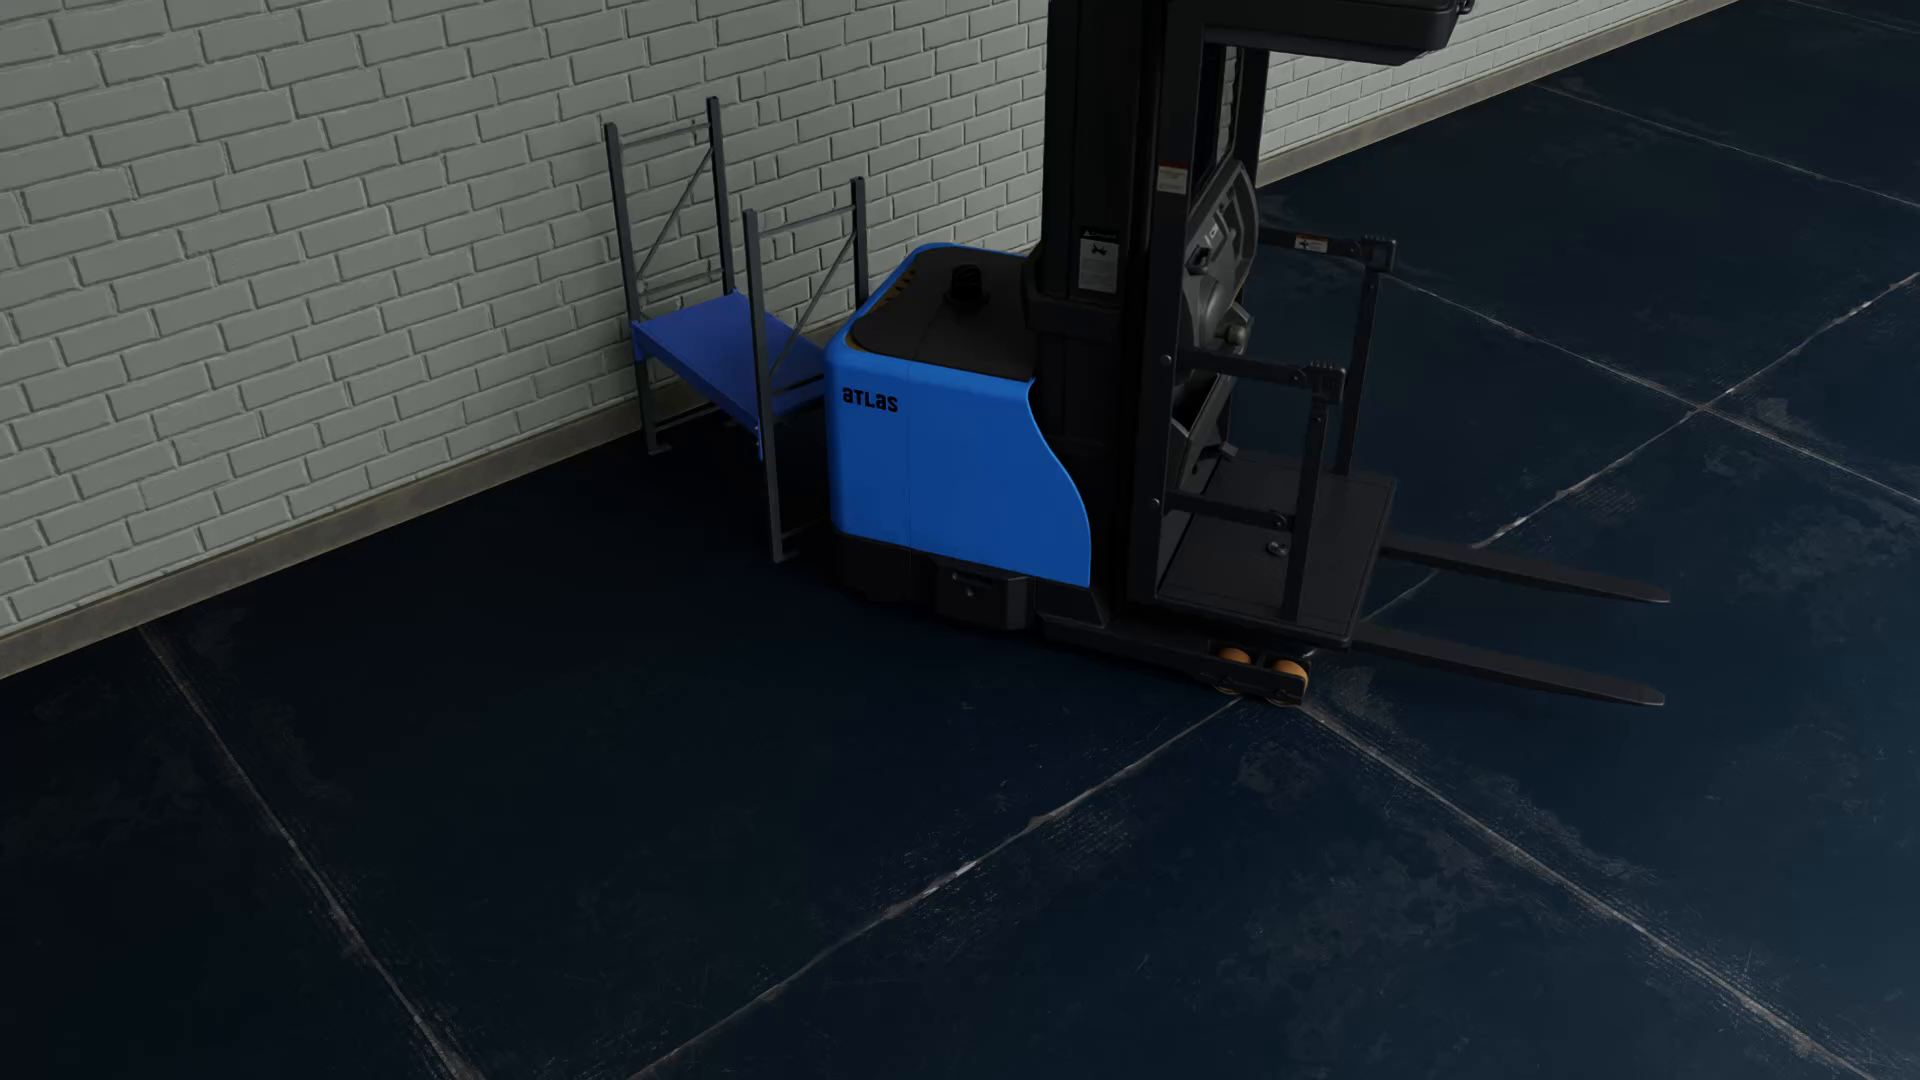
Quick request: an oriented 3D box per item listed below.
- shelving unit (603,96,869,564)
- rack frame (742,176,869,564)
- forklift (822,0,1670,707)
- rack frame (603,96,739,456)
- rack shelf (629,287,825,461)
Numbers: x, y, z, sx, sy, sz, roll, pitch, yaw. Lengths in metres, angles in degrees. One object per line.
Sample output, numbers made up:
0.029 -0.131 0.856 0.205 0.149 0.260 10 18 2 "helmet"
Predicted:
-0.860 -0.843 6.642 0.538 1.500 1.048 -24 42 -30 "shelving unit"
-0.550 -0.610 6.314 0.500 1.500 0.032 -24 42 -30 "rack frame"
1.066 -0.951 5.557 3.031 2.935 1.130 12 37 17 "forklift"
-1.171 -1.075 6.971 0.500 1.500 0.032 -24 42 -30 "rack frame"
-0.860 -0.696 6.746 0.538 0.185 1.000 -24 42 -30 "rack shelf"
